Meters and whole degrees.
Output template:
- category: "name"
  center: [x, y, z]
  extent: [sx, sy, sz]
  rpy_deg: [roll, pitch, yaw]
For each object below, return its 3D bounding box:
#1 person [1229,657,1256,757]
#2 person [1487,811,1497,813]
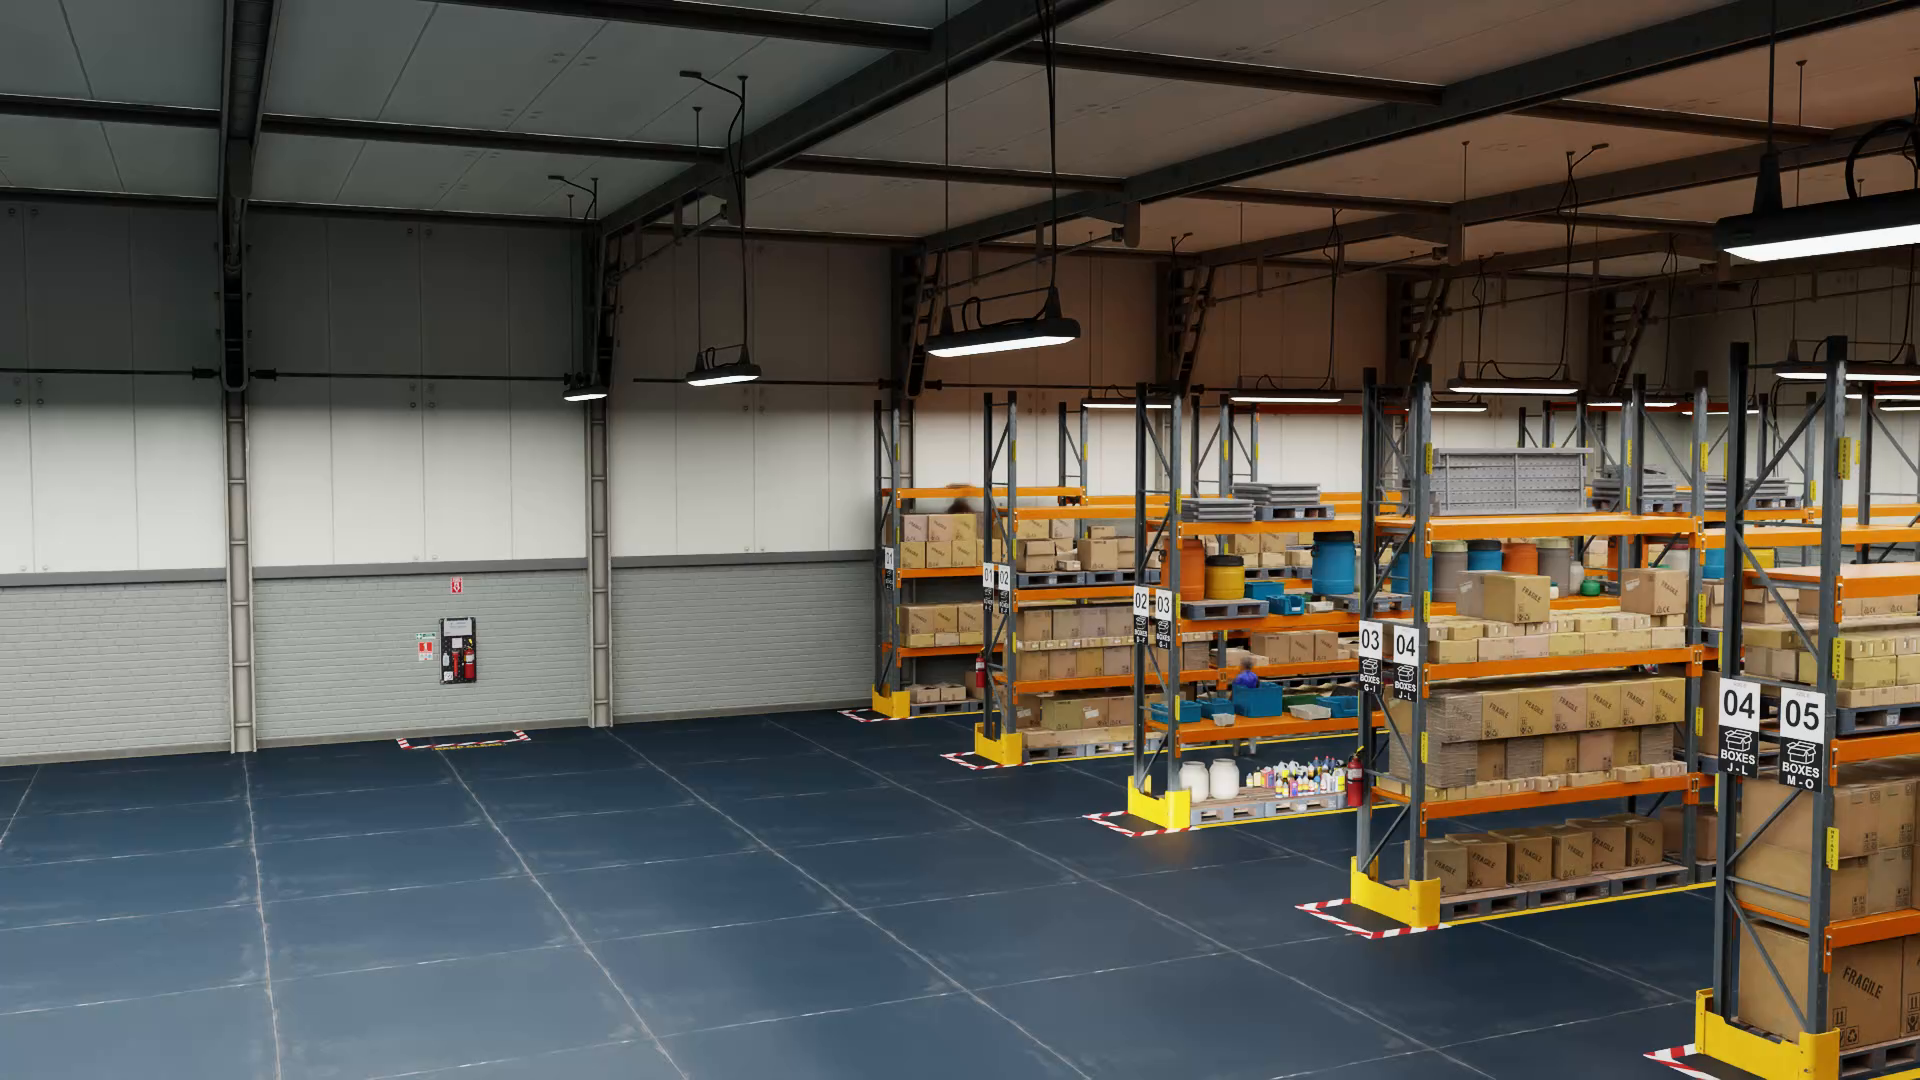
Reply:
- category: "person"
  center: [4.668, 2.755, 27.473]
  extent: [0.546, 1.682, 0.412]
  rpy_deg: [-1, 4, -21]
- category: "person"
  center: [7.285, 2.960, 23.318]
  extent: [0.547, 1.733, 0.592]
  rpy_deg: [0, 3, 7]
